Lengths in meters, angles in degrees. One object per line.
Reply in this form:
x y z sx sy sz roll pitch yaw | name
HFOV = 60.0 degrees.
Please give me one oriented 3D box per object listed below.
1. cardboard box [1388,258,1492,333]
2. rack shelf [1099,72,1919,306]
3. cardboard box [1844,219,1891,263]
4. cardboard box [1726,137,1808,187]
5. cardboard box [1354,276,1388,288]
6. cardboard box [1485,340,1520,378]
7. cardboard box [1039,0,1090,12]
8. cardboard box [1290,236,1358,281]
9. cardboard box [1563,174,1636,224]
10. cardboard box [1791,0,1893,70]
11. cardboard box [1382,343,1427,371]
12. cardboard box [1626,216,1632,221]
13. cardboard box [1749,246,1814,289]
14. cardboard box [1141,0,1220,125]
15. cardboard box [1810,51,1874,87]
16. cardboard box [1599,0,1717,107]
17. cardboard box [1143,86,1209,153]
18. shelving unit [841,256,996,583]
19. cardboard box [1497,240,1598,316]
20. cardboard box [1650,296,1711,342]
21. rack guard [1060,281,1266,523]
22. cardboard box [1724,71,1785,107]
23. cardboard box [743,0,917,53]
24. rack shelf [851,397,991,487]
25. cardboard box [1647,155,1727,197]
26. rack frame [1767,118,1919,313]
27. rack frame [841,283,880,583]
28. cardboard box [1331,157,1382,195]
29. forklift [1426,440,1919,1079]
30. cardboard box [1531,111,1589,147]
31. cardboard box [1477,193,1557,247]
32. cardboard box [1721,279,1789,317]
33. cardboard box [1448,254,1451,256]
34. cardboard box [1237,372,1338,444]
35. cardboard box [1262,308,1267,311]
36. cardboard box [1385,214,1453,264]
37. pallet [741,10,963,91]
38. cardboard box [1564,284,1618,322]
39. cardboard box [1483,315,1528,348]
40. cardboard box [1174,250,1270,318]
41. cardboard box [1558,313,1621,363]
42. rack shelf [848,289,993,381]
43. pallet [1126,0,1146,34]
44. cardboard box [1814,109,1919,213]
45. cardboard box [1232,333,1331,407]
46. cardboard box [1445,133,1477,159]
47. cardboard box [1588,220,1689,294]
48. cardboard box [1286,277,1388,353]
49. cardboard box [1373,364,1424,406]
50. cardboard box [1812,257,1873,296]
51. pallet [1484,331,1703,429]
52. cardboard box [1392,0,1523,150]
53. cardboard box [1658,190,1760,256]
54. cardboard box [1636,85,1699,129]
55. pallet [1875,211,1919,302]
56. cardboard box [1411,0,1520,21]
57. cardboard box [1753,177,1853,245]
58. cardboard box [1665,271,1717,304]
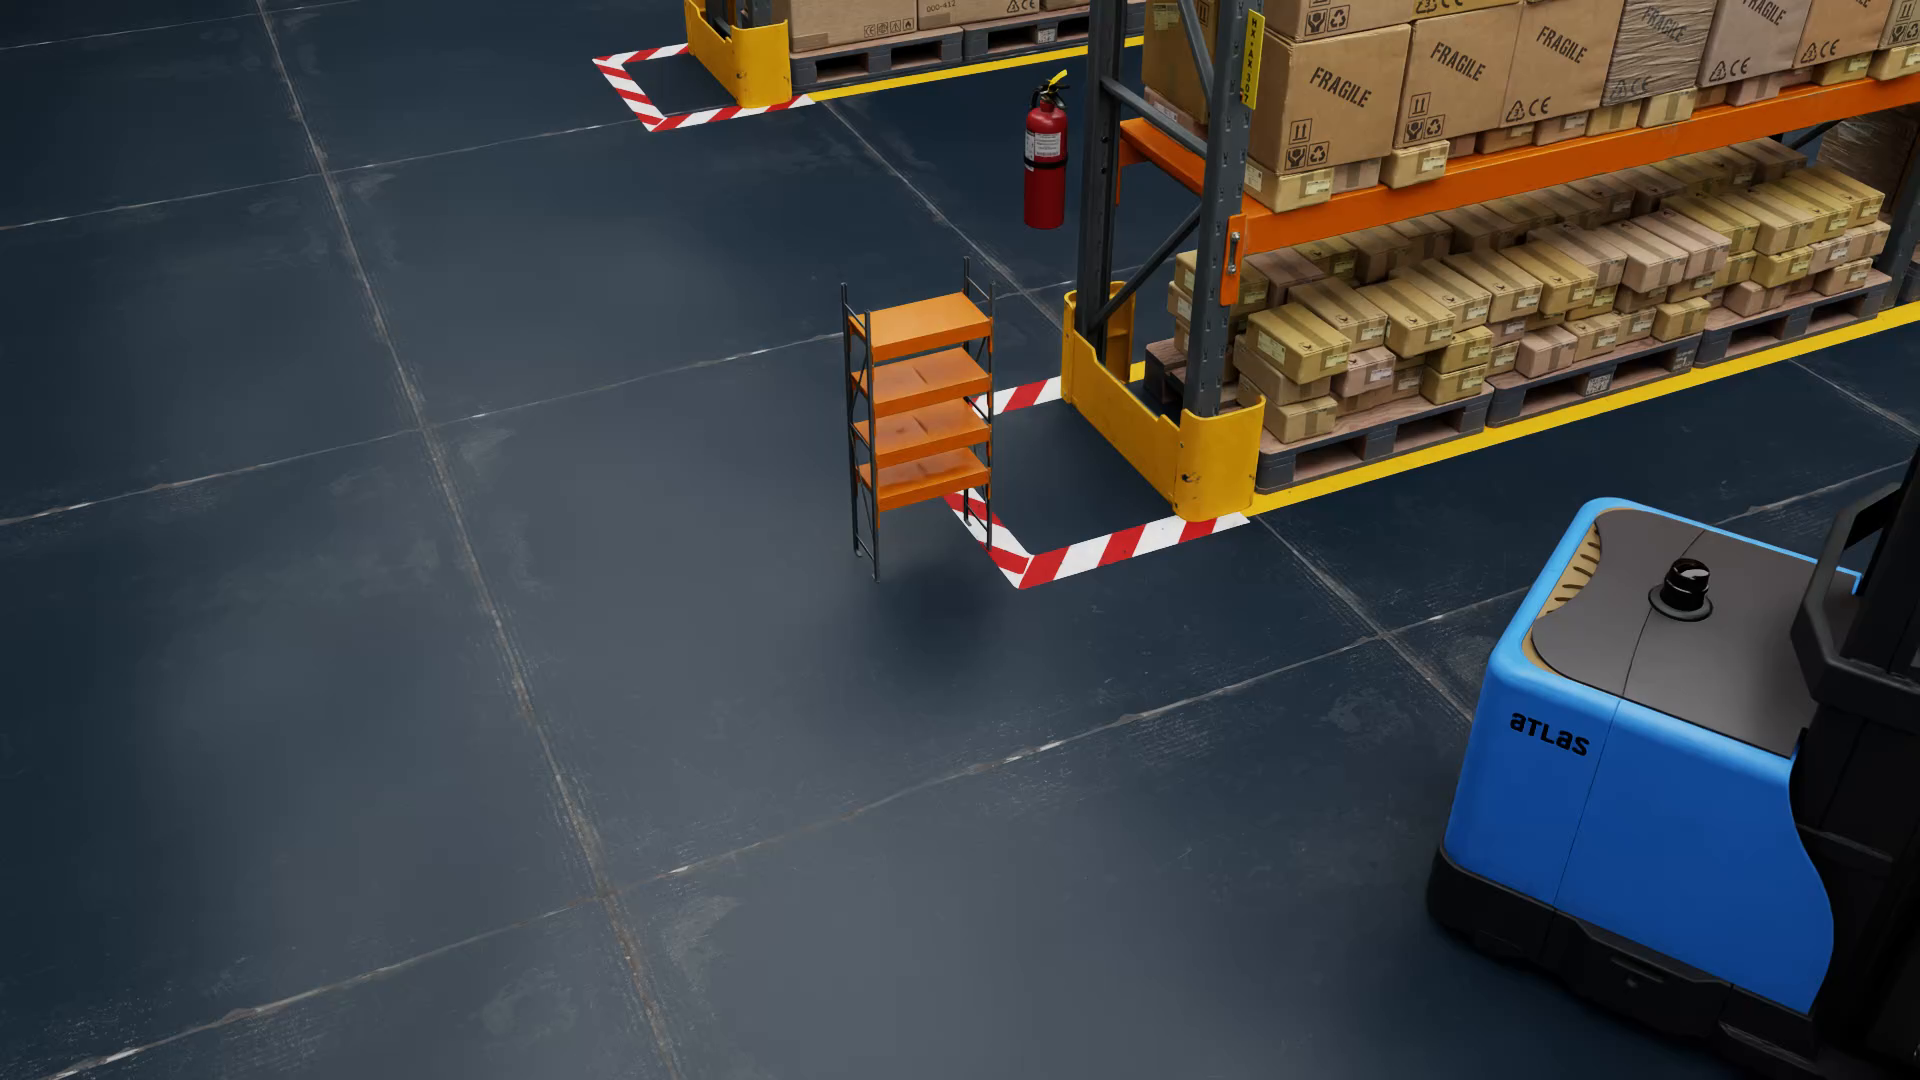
2.064 -1.052 7.191 0.250 0.149 0.380 -18 40 -22 | cardboard box
2.586 -1.820 7.290 4.000 0.370 1.077 -16 39 -20 | rack shelf
4.246 -1.507 8.055 0.250 0.149 0.380 -15 39 -19 | cardboard box
3.996 -1.903 8.338 0.250 0.149 0.380 -14 39 -18 | cardboard box
1.888 -1.179 7.612 0.250 0.149 0.380 -16 39 -20 | cardboard box
2.278 -0.885 7.466 0.250 0.149 0.380 -16 39 -20 | cardboard box
0.777 -4.071 11.519 0.875 0.438 0.875 -17 40 -21 | cardboard box
1.579 -1.303 7.530 0.250 0.149 0.380 -16 40 -21 | cardboard box
3.022 -1.676 8.032 0.250 0.149 0.380 -15 39 -19 | cardboard box
3.608 -2.369 7.093 0.500 0.500 0.500 -17 40 -21 | cardboard box
1.814 -0.889 7.221 0.250 0.149 0.380 -15 39 -19 | cardboard box
3.290 -1.579 8.152 0.250 0.149 0.380 -18 40 -22 | cardboard box
3.771 -1.355 7.850 0.250 0.149 0.380 -17 40 -22 | cardboard box
1.073 -2.015 6.615 0.500 0.500 0.500 -15 39 -19 | cardboard box
3.783 -2.157 7.351 0.250 0.149 0.380 -14 39 -18 | cardboard box
2.680 -2.126 6.765 0.500 0.500 0.500 -17 40 -21 | cardboard box
0.950 -1.737 6.785 0.250 0.149 0.380 -16 39 -20 | cardboard box
-0.150 -0.440 6.336 0.503 1.200 0.258 -16 39 -20 | shelving unit
2.577 -1.159 7.335 0.250 0.149 0.380 -15 39 -19 | cardboard box
3.249 -1.094 7.748 0.250 0.149 0.380 -16 39 -20 | cardboard box
0.844 -0.618 7.164 0.348 0.500 1.175 -16 39 -20 | rack guard
3.306 -2.020 7.166 0.250 0.149 0.380 -17 40 -22 | cardboard box
-0.865 -3.607 10.894 0.875 0.438 0.875 -17 40 -21 | cardboard box
-0.150 -0.386 6.376 0.480 0.148 0.258 -16 39 -20 | rack shelf
3.514 -1.774 8.165 0.250 0.149 0.380 -16 40 -21 | cardboard box
4.396 -2.615 7.758 0.127 3.000 1.000 -16 39 -20 | rack frame
-0.371 -0.378 6.253 0.015 1.200 0.240 -16 39 -20 | rack frame
1.421 -1.494 6.457 0.250 0.149 0.380 -14 39 -18 | cardboard box
2.949 0.251 3.951 3.031 2.935 1.130 21 42 26 | forklift
2.354 -1.775 6.837 0.250 0.149 0.380 -16 40 -21 | cardboard box
2.571 -1.521 7.824 0.250 0.149 0.380 -15 39 -20 | cardboard box
3.703 -1.234 7.936 0.250 0.149 0.380 -17 40 -21 | cardboard box
2.305 -1.359 7.855 0.250 0.149 0.380 -14 39 -18 | cardboard box
1.385 -0.587 7.063 0.250 0.149 0.380 -15 39 -19 | cardboard box
1.391 -1.071 7.466 0.250 0.149 0.380 -17 40 -21 | cardboard box
2.060 -1.432 7.704 0.250 0.149 0.380 -14 39 -18 | cardboard box
-0.729 -3.371 11.118 1.213 0.211 1.003 -16 39 -20 | pallet
2.769 -1.168 7.597 0.250 0.149 0.380 -14 39 -18 | cardboard box
2.293 -1.014 7.390 0.250 0.149 0.380 -18 40 -22 | cardboard box
1.147 -1.136 7.305 0.250 0.149 0.380 -15 39 -19 | cardboard box
2.780 -0.985 7.601 0.250 0.149 0.380 -16 39 -20 | cardboard box
-0.150 -0.756 6.102 0.480 0.148 0.258 -16 39 -20 | rack shelf
1.480 -3.989 11.951 1.213 0.211 1.003 -16 39 -20 | pallet
4.959 -2.103 8.814 0.500 0.500 0.500 -16 40 -21 | cardboard box
1.359 -0.740 7.021 0.250 0.149 0.380 -14 39 -18 | cardboard box
1.863 -1.673 6.698 0.250 0.149 0.380 -14 39 -18 | cardboard box
3.035 -1.278 7.496 0.250 0.149 0.380 -17 40 -22 | cardboard box
1.592 -0.950 7.054 0.250 0.149 0.380 -15 39 -19 | cardboard box
1.809 -0.764 7.302 0.250 0.149 0.380 -15 39 -19 | cardboard box
4.186 -1.356 8.101 0.250 0.149 0.380 -15 39 -19 | cardboard box
2.697 -0.995 7.915 1.213 0.211 1.003 -16 39 -20 | pallet
1.773 -1.876 6.428 0.500 0.500 0.500 -16 39 -20 | cardboard box
3.480 -1.471 7.757 0.250 0.149 0.380 -14 39 -18 | cardboard box
2.852 -1.881 6.980 0.250 0.149 0.380 -15 39 -19 | cardboard box
5.100 -1.693 8.856 1.213 0.211 1.003 -16 39 -20 | pallet
1.748 -2.266 6.114 0.500 0.500 0.500 -14 39 -19 | cardboard box
3.970 -1.562 7.879 0.250 0.149 0.380 -15 39 -19 | cardboard box
3.280 -1.269 7.734 0.250 0.149 0.380 -15 39 -19 | cardboard box
